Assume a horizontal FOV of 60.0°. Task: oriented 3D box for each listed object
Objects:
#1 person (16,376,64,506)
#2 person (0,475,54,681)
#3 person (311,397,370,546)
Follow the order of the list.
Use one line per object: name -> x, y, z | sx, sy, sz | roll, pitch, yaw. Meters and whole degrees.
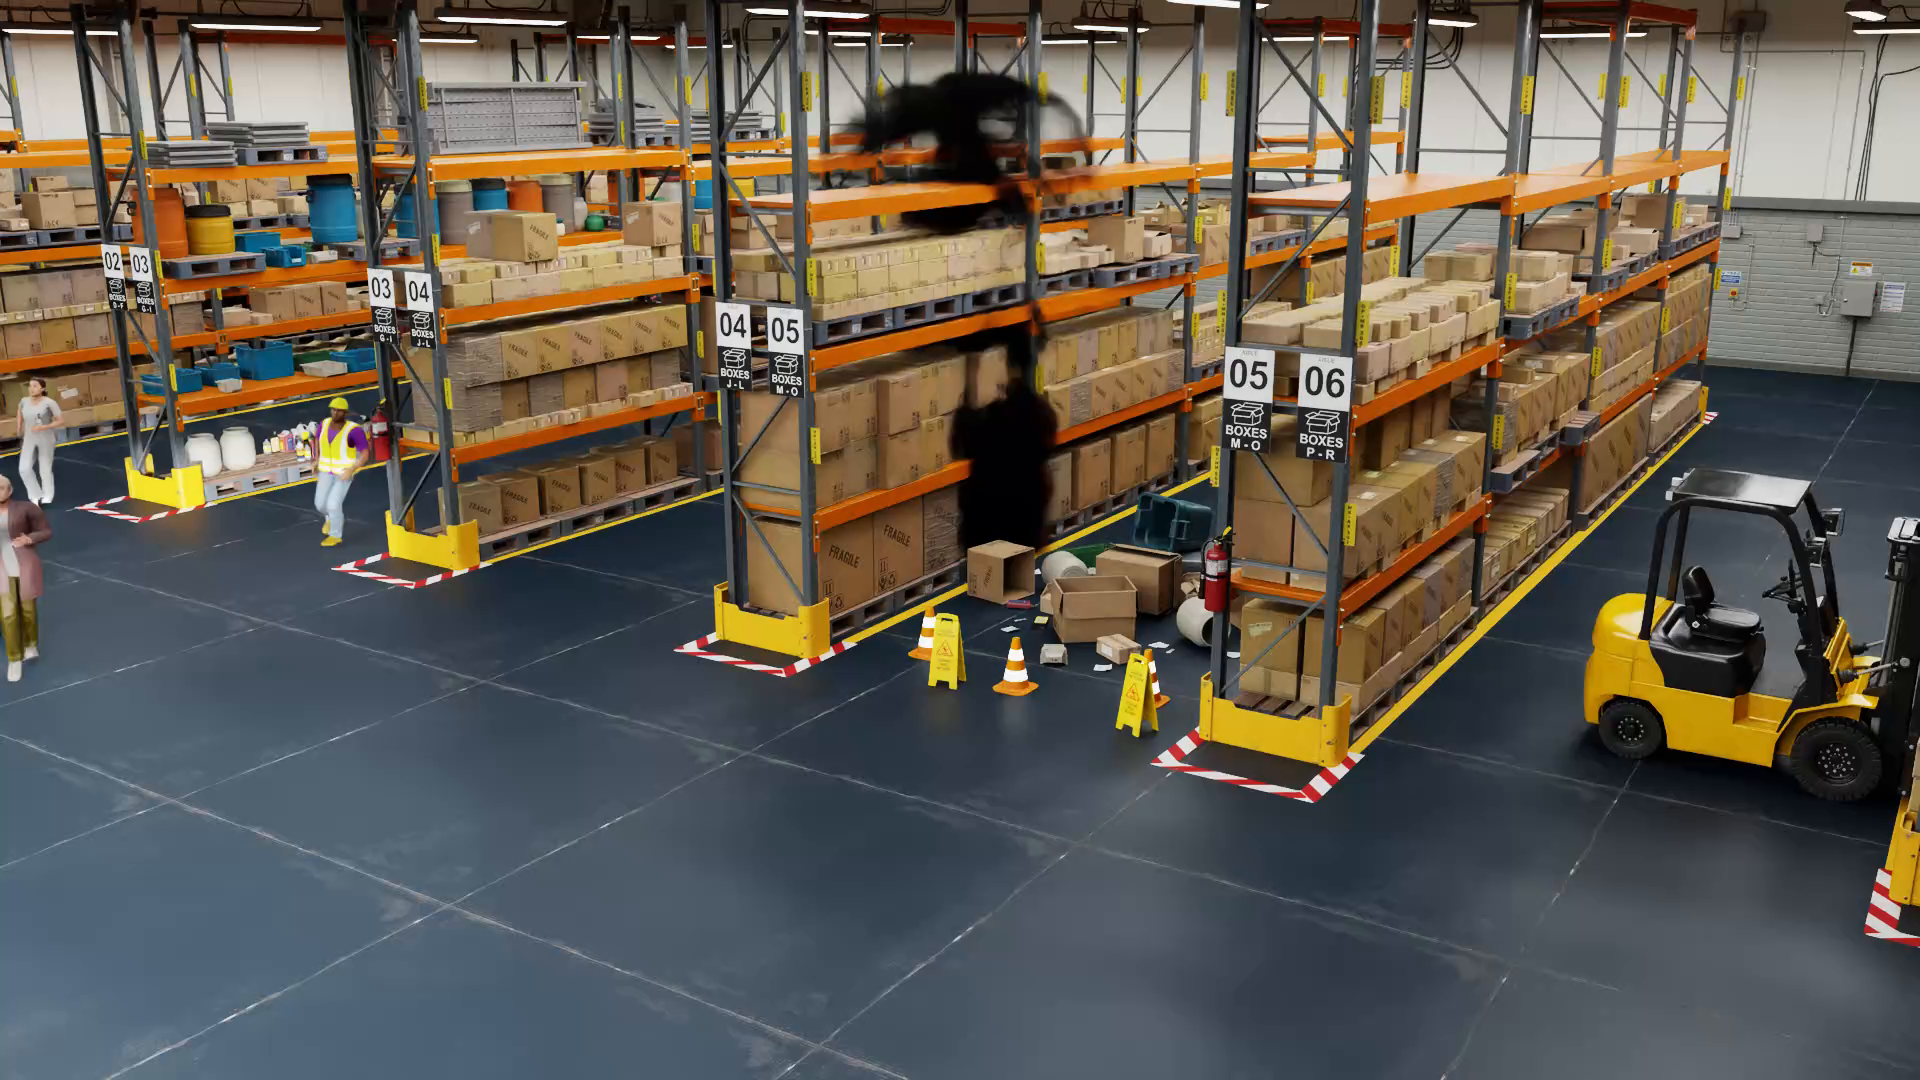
person -> -11.266, -1.182, 20.416 | 0.587, 1.681, 0.648 | -2, 16, -6
person -> -8.405, 0.320, 14.829 | 0.665, 1.856, 0.844 | -7, 17, -24
person -> -7.028, -0.785, 18.857 | 0.744, 1.707, 0.559 | 2, 16, 7
